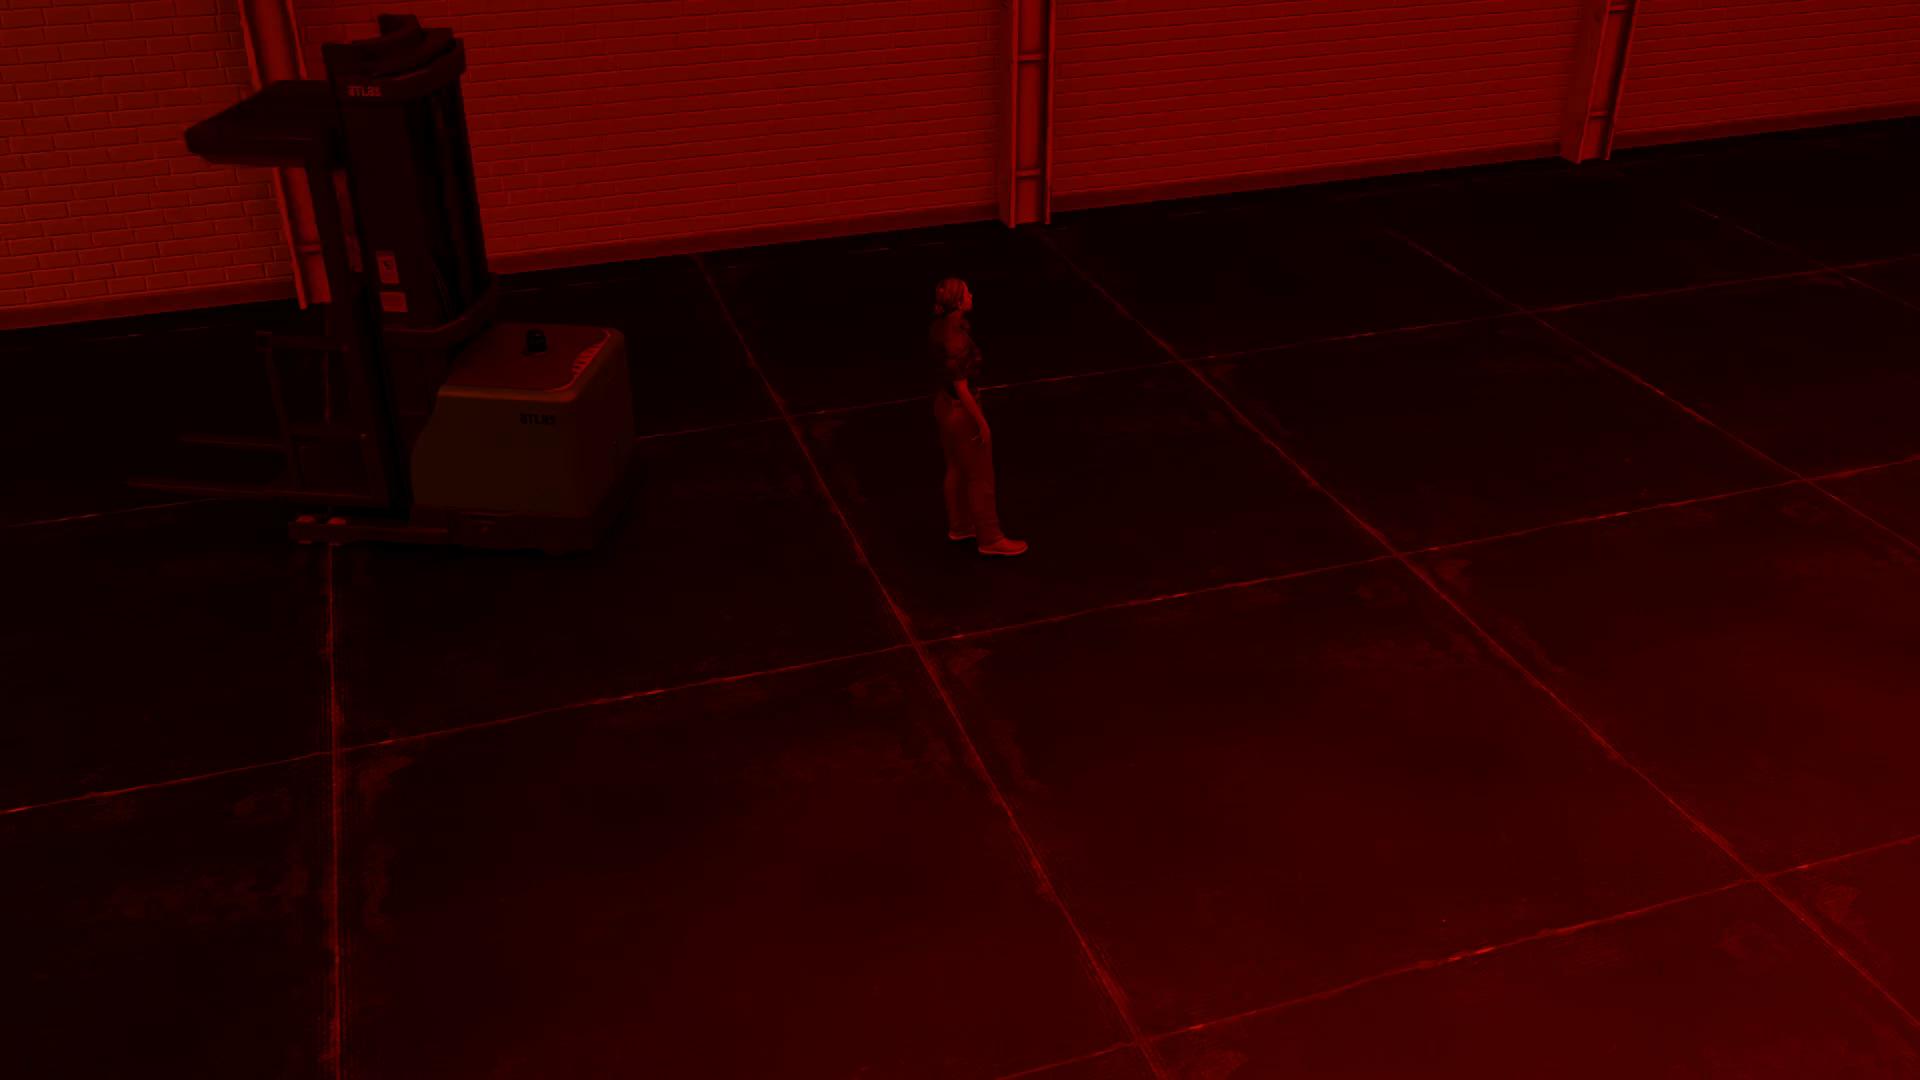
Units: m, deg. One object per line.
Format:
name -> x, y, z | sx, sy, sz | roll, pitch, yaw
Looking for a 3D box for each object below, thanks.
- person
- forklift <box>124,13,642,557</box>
person -> 0.089, -0.728, 9.618 | 0.504, 1.654, 0.570 | -10, 31, -16
forklift -> -3.578, -1.491, 9.679 | 3.031, 2.935, 1.130 | 4, 30, 7
